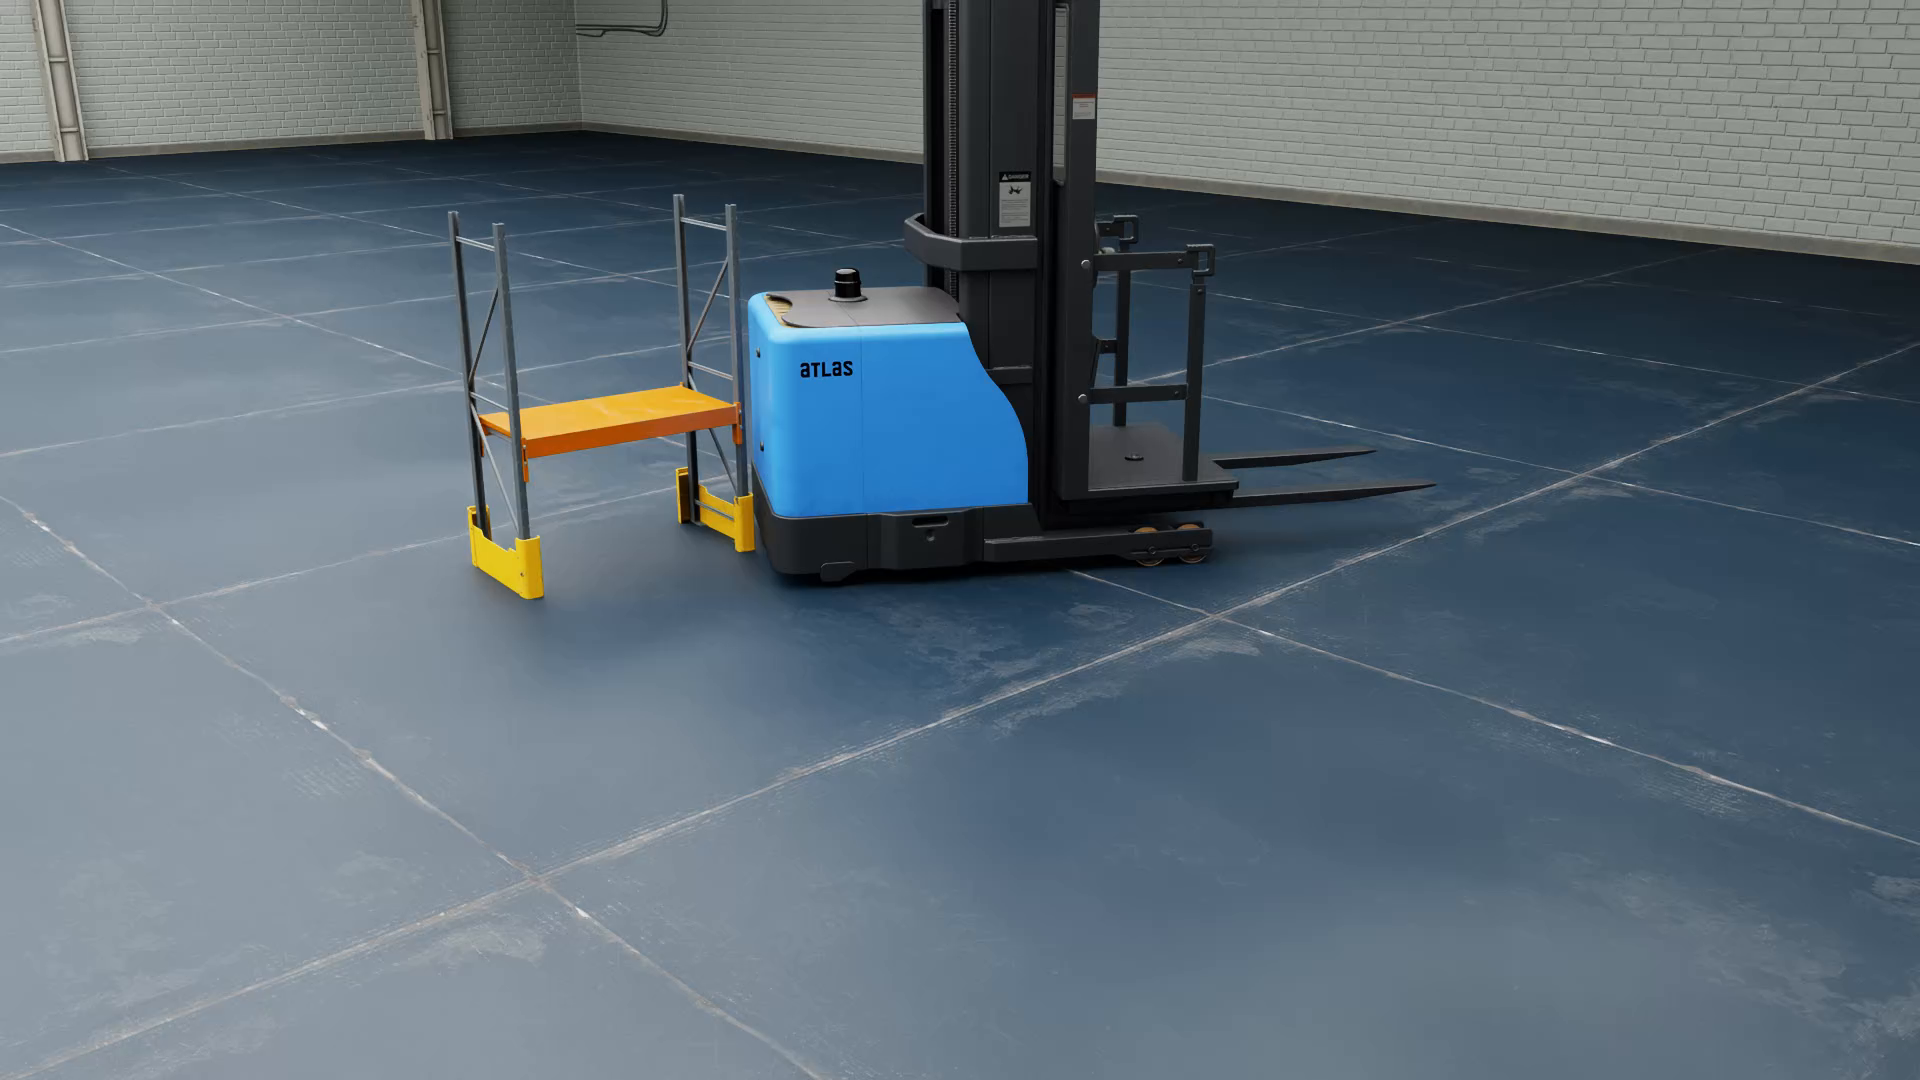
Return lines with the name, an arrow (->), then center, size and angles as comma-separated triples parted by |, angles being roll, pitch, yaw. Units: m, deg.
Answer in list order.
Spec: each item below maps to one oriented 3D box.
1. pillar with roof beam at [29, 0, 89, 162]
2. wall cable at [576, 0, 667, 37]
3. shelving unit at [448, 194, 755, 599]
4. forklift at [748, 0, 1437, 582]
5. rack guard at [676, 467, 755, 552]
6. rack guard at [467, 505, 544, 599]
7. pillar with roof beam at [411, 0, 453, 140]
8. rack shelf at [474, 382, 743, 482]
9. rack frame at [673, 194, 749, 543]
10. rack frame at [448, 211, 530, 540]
pillar with roof beam -> -10.566, -9.100, 20.962 | 0.400, 9.000, 9.100 | -16, 24, -41
wall cable -> -6.115, -10.187, 29.349 | 0.112, 2.526, 3.097 | -16, 24, -41
shelving unit -> -1.504, -0.643, 7.037 | 1.083, 1.500, 0.587 | -13, 22, -35
forklift -> 0.616, -1.436, 7.162 | 3.031, 2.935, 1.130 | -4, 18, -12
rack guard -> -1.109, -0.142, 7.518 | 0.087, 0.250, 0.587 | -13, 22, -35
rack guard -> -1.900, 0.045, 6.942 | 0.087, 0.250, 0.587 | -13, 22, -35
pillar with roof beam -> -6.207, -10.372, 24.883 | 0.400, 9.000, 9.100 | -16, 24, -41
rack shelf -> -1.497, -0.474, 7.098 | 1.000, 0.185, 0.538 | -13, 22, -35
rack frame -> -1.093, -0.740, 7.336 | 0.032, 1.500, 0.500 | -13, 22, -35
rack frame -> -1.901, -0.550, 6.748 | 0.032, 1.500, 0.500 | -13, 22, -35
